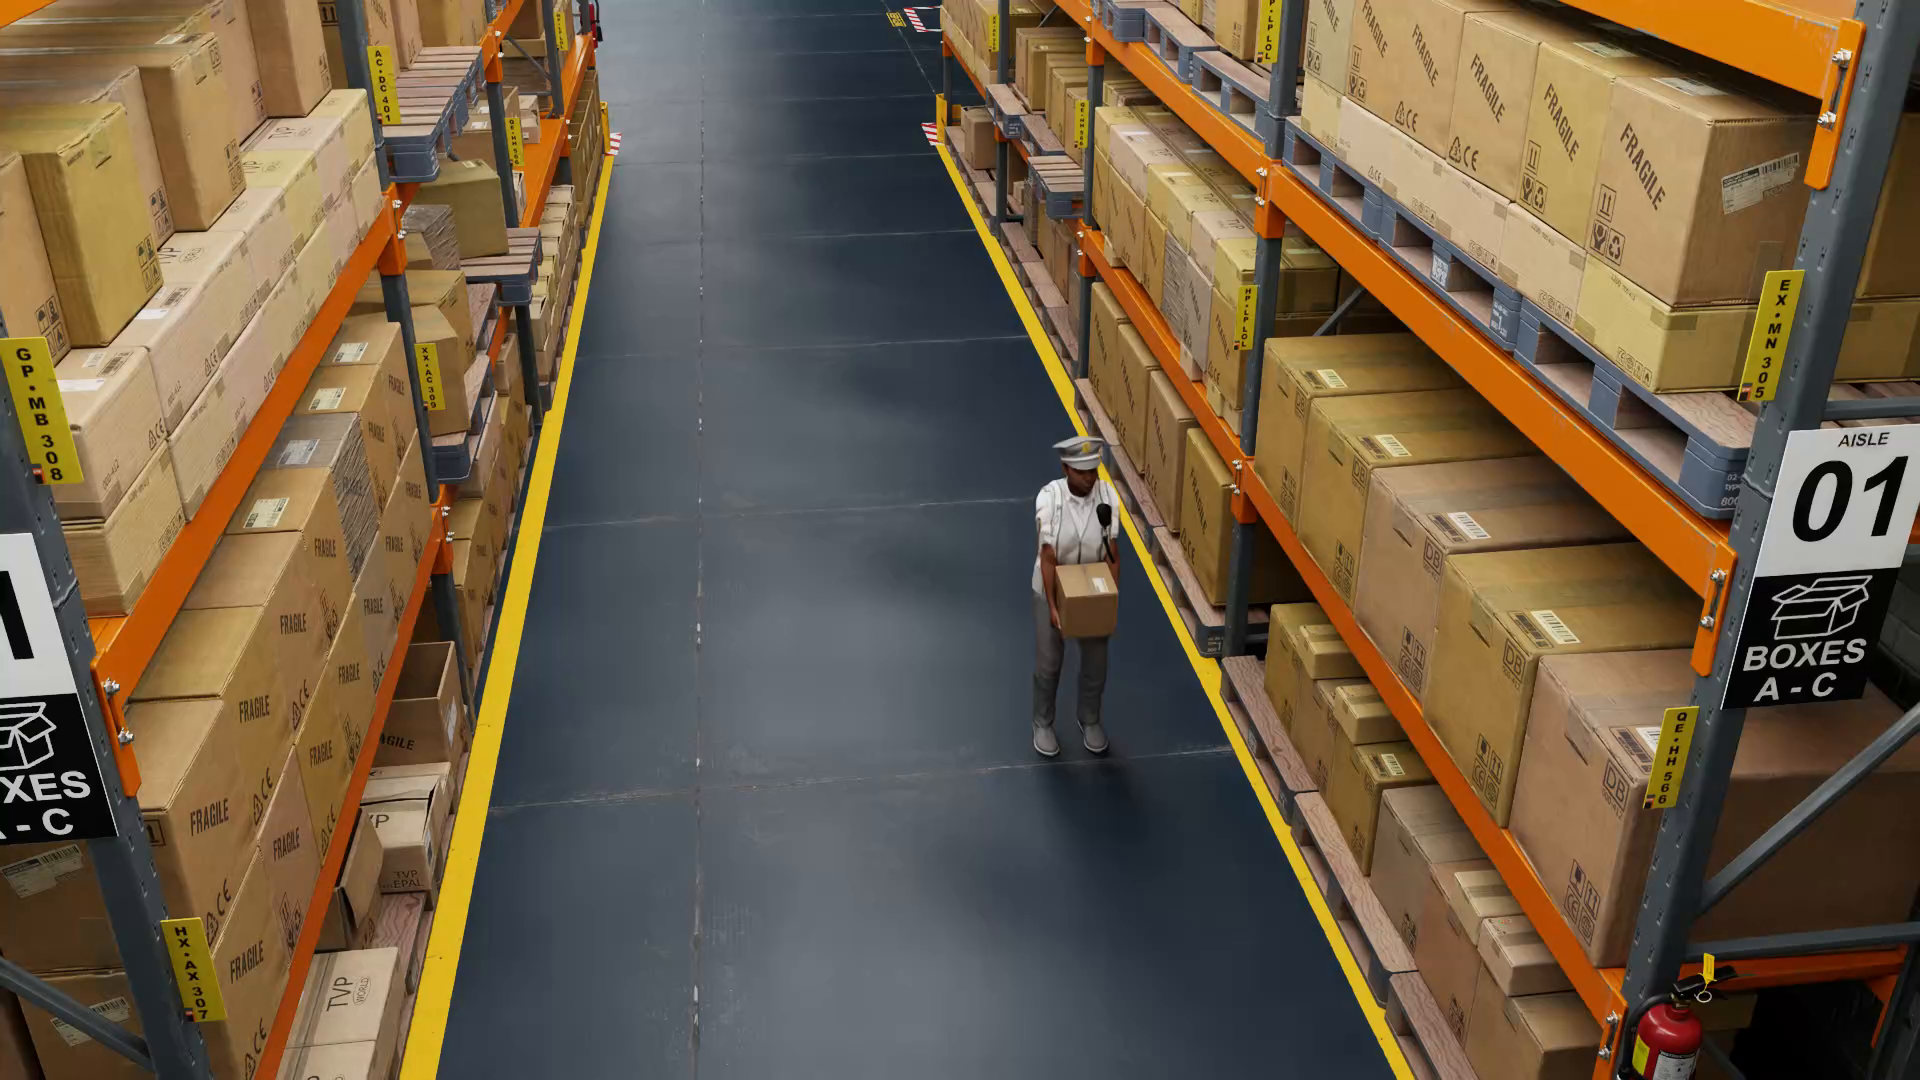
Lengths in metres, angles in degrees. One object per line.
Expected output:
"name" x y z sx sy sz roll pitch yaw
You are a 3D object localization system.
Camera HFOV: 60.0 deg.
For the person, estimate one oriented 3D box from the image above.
"person" 0.569 0.295 8.028 0.416 1.690 0.526 -4 28 -8
